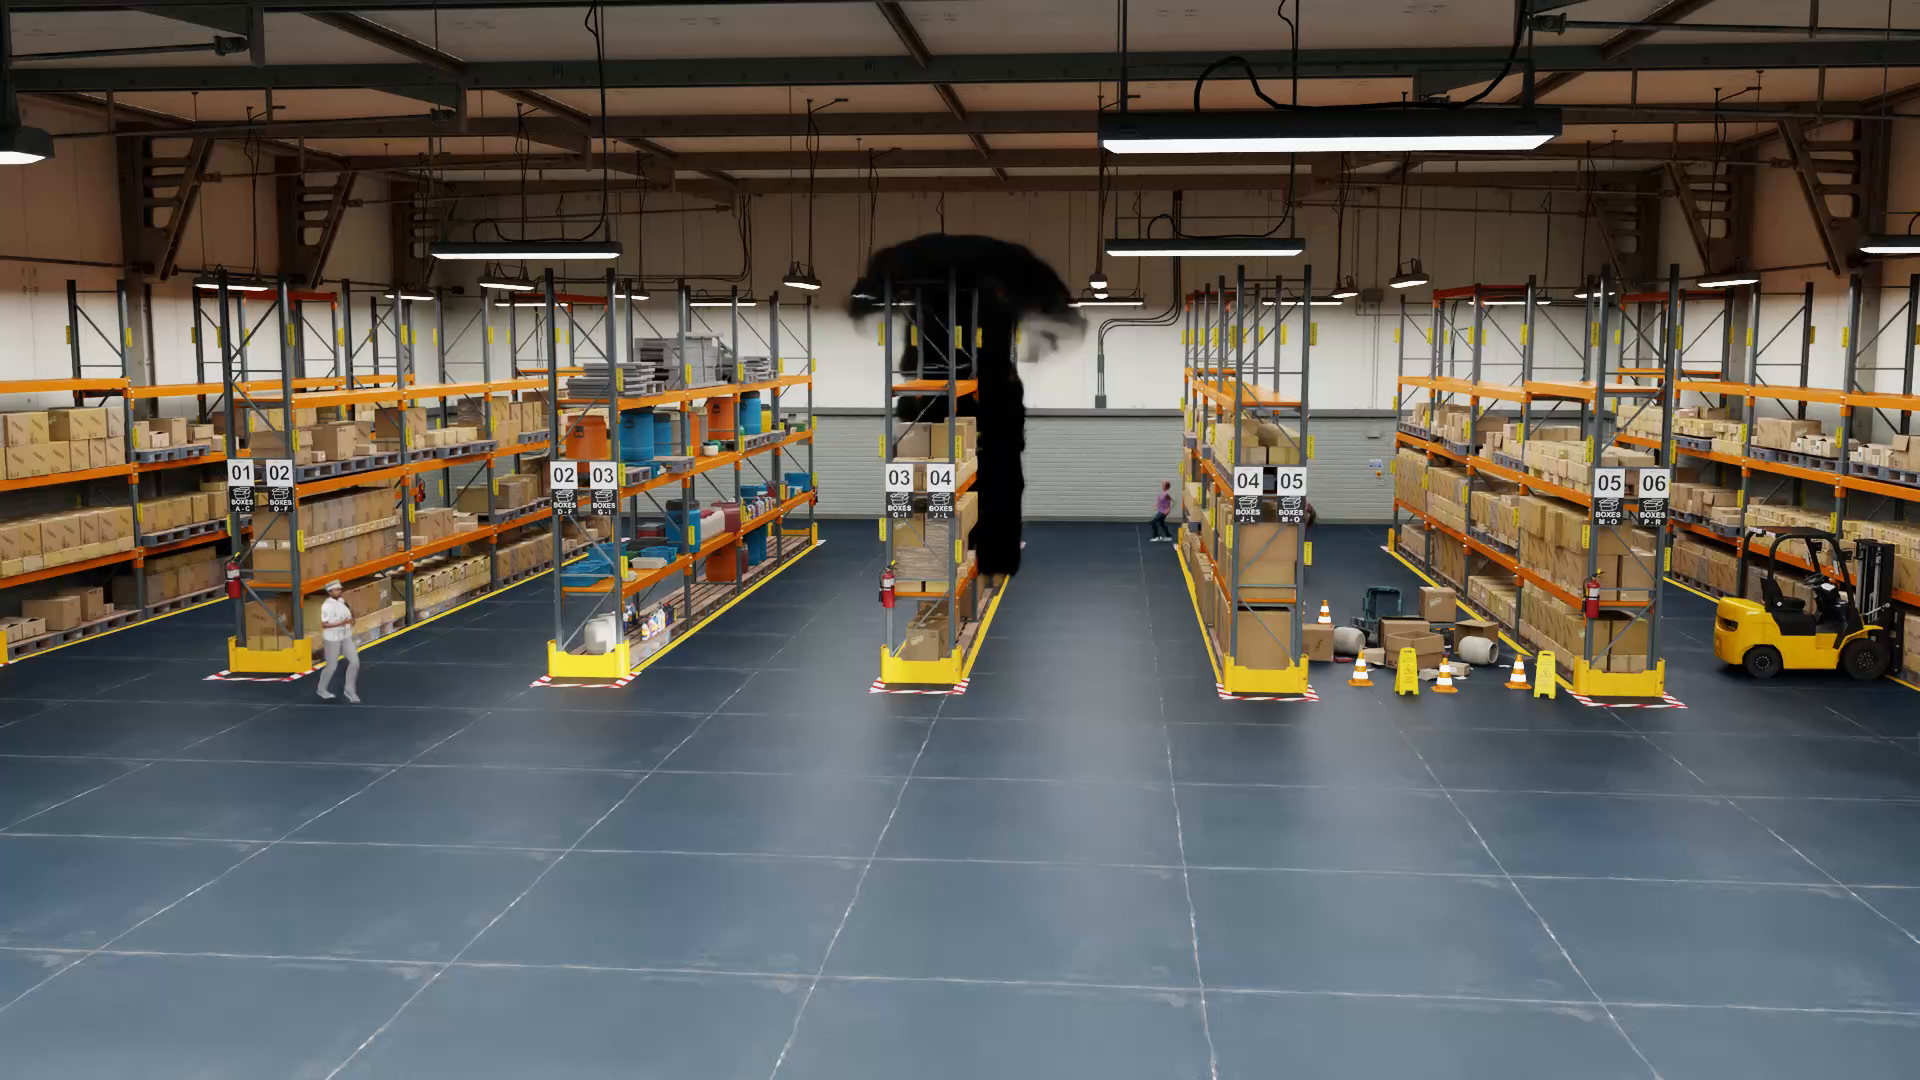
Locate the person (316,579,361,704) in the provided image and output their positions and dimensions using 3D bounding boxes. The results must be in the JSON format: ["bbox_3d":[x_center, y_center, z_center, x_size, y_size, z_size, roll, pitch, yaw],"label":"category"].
[{"bbox_3d":[-8.545,1.399,22.832,0.722,1.754,0.557,3,8,24],"label":"person"}]

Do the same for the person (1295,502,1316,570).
[{"bbox_3d":[7.287,-0.234,35.983,0.692,1.742,0.656,-1,7,-4],"label":"person"}]

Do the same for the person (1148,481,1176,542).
[{"bbox_3d":[4.952,-0.688,40.770,0.629,1.542,0.673,0,7,3],"label":"person"}]
